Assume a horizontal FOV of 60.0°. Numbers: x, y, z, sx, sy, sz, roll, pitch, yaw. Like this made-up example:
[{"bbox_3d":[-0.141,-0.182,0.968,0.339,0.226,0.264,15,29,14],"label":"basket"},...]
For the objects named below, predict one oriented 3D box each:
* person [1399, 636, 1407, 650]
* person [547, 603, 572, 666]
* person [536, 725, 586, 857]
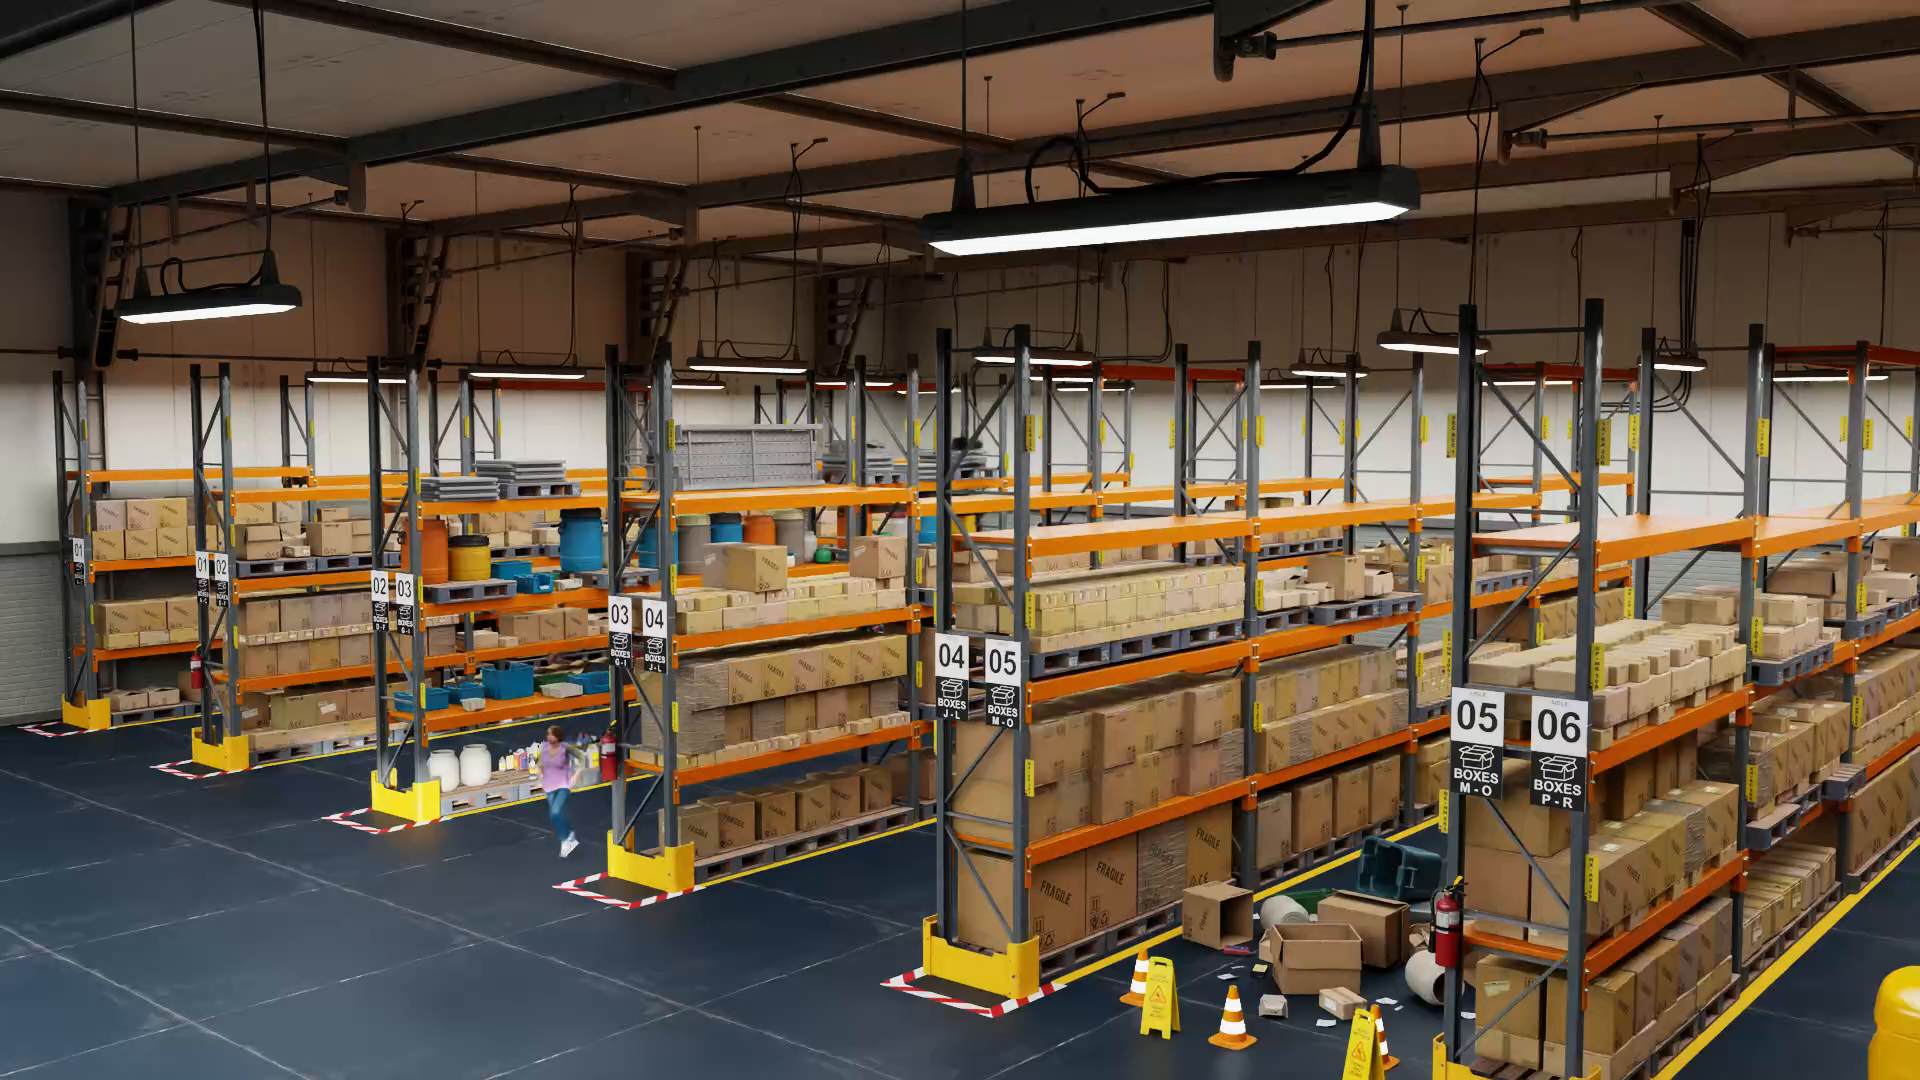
[{"bbox_3d":[7.024,2.402,26.206,0.617,1.834,0.882,4,6,44],"label":"person"},{"bbox_3d":[-7.846,2.014,32.386,0.593,1.635,0.894,3,5,32],"label":"person"},{"bbox_3d":[-4.746,2.950,19.653,0.526,1.566,0.683,1,4,19],"label":"person"}]
